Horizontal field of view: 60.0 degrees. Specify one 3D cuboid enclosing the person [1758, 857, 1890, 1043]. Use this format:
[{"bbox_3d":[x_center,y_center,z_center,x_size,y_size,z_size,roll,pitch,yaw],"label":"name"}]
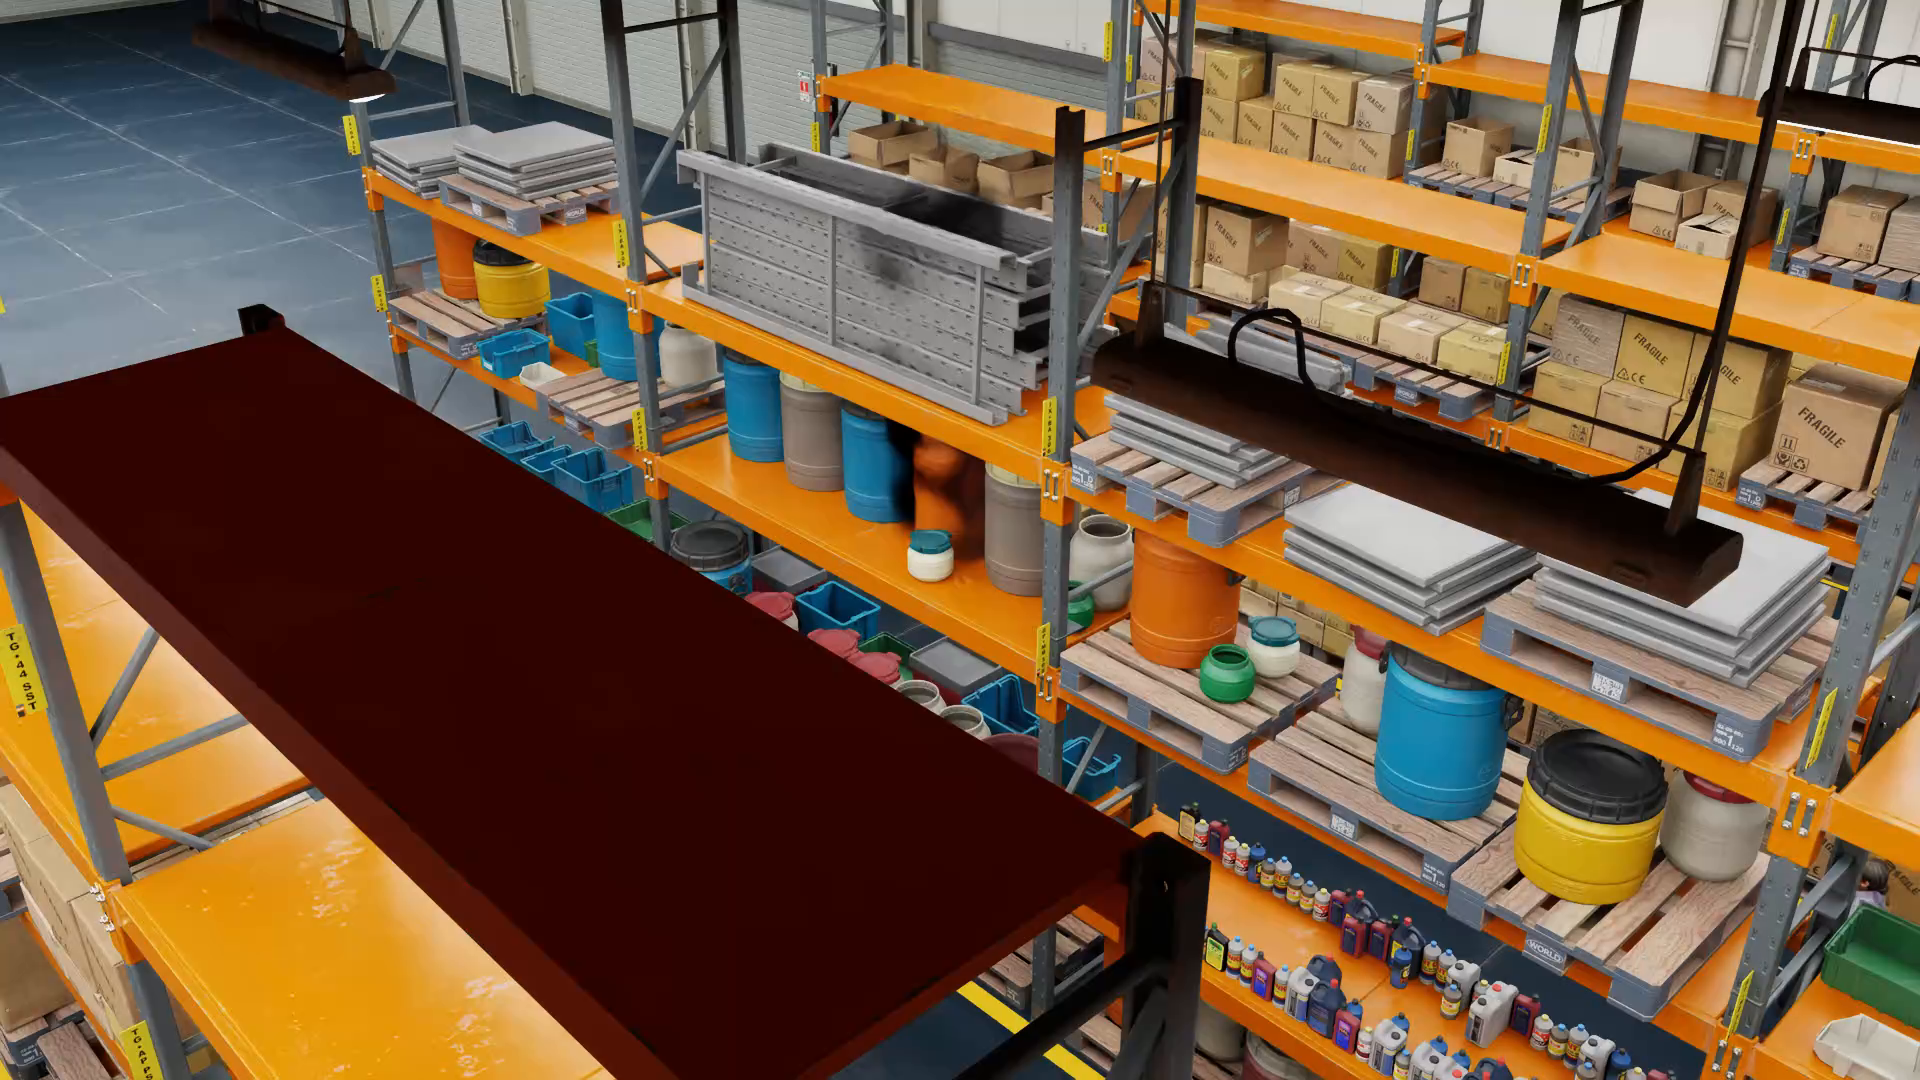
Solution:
[{"bbox_3d":[5.473,2.633,10.279,0.685,1.623,0.608,21,34,33],"label":"person"}]
